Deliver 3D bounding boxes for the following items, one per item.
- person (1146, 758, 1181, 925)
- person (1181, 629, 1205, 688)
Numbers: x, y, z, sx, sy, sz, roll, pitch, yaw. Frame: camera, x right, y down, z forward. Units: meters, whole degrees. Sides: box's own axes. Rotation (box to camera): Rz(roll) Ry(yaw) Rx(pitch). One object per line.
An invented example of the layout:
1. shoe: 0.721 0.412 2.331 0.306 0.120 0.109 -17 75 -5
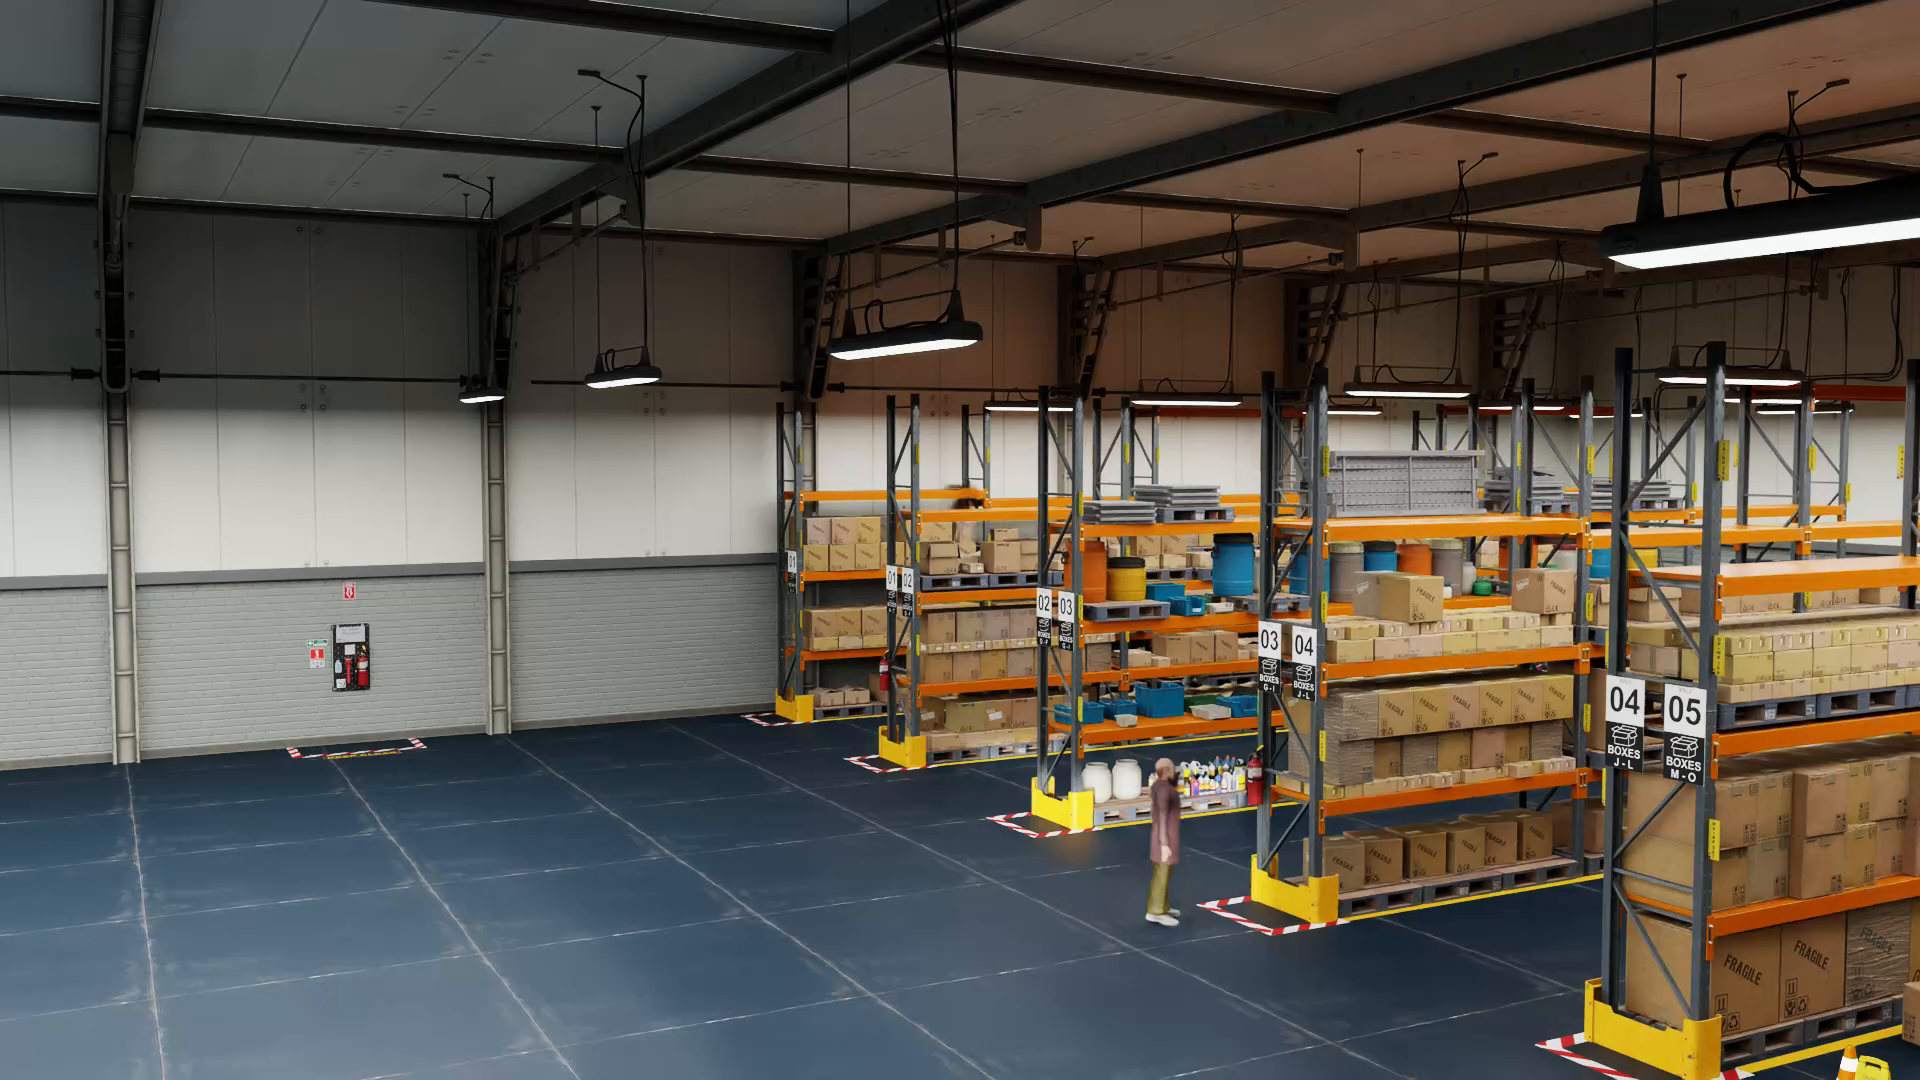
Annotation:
1. person: 2.206 3.249 18.000 0.385 1.792 0.679 0 3 5
2. person: 4.518 2.520 32.051 0.996 1.640 0.480 -2 4 -30
